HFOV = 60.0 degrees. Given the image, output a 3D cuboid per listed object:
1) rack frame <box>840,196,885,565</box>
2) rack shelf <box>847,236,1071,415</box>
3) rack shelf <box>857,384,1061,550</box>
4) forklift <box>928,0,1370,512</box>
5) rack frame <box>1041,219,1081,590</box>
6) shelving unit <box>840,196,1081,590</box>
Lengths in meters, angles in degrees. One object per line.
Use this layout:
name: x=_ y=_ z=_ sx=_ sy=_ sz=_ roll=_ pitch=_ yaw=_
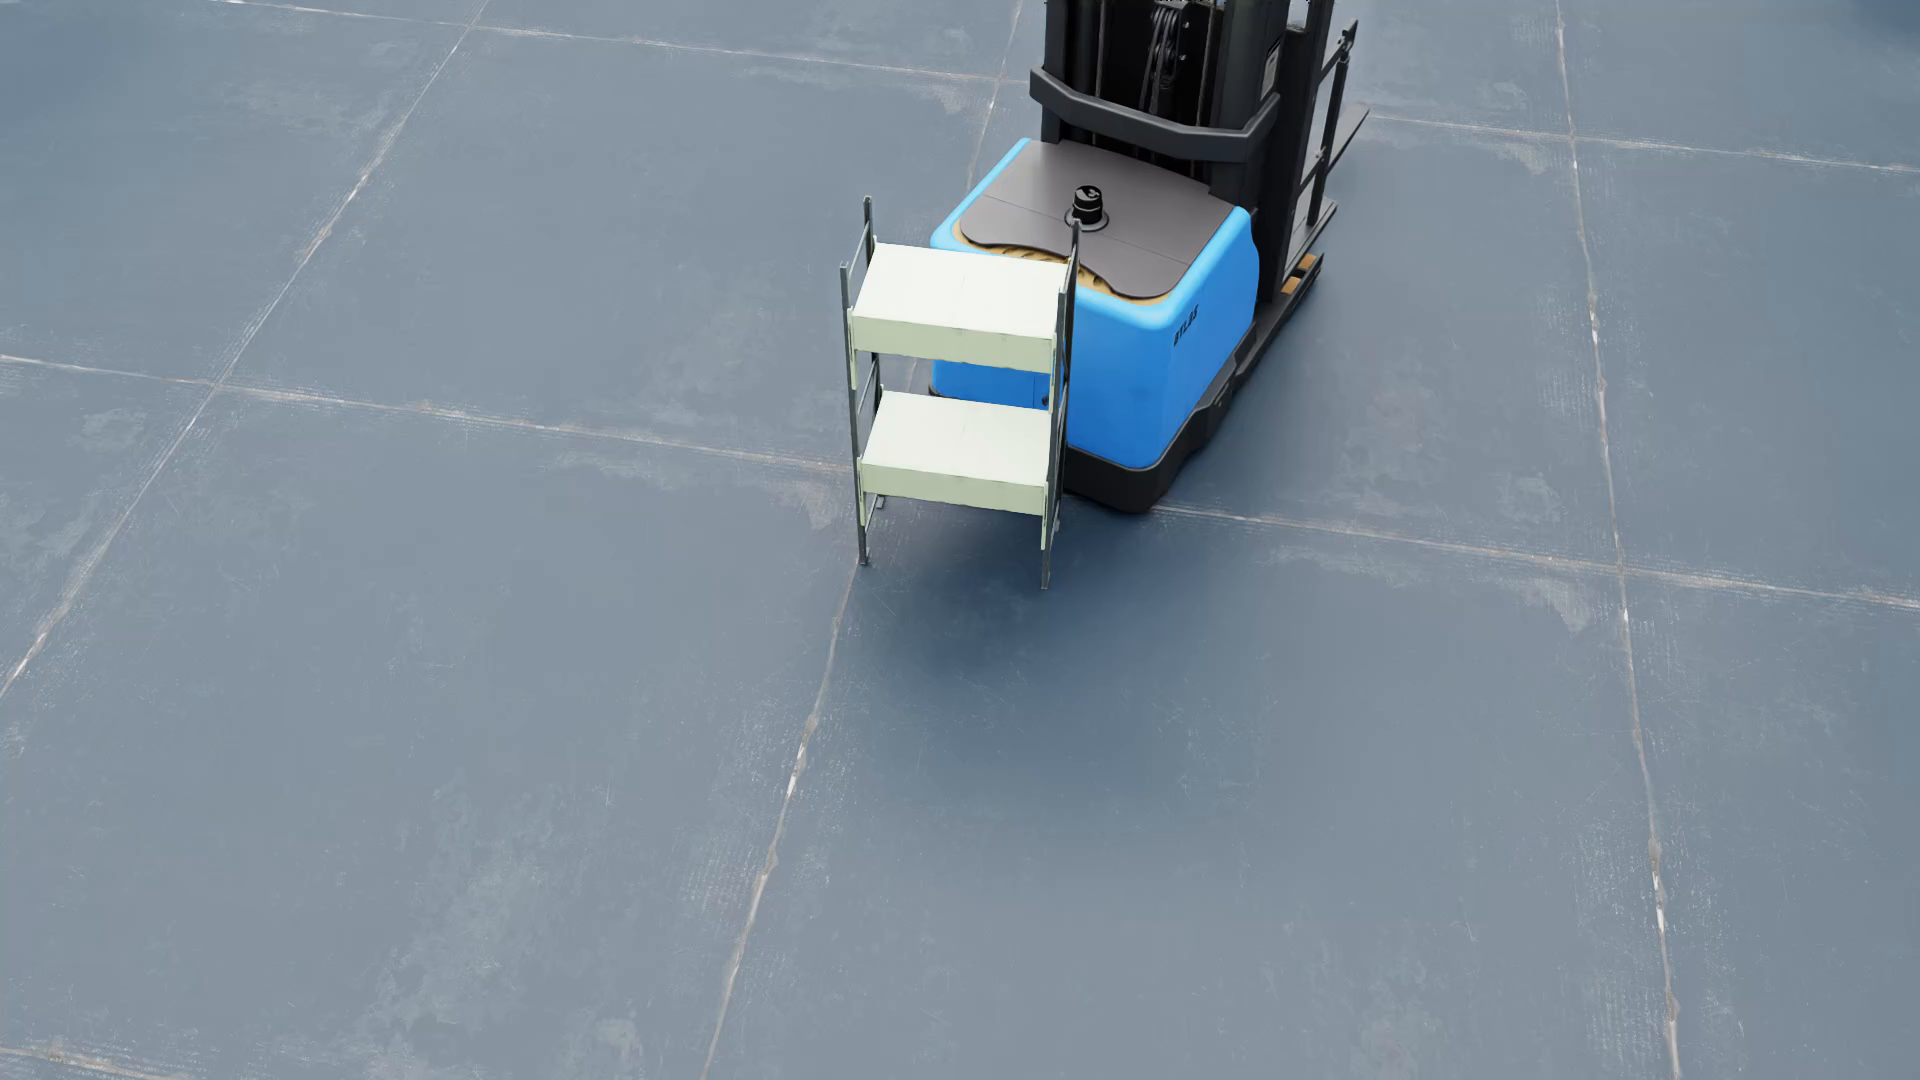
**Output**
rack frame: x=-0.354 y=-0.549 z=6.207 sx=0.023 sy=1.500 sz=0.400 roll=8 pitch=49 yaw=7
rack shelf: x=0.007 y=-0.761 z=5.873 sx=0.720 sy=0.370 sz=0.431 roll=8 pitch=49 yaw=7
rack shelf: x=0.007 y=-0.283 z=6.406 sx=0.720 sy=0.370 sz=0.431 roll=8 pitch=49 yaw=7
forklift: x=1.034 y=-2.186 z=6.715 sx=1.130 sy=2.935 sz=3.031 roll=23 pitch=52 yaw=19
rack frame: x=0.367 y=-0.452 z=6.120 sx=0.023 sy=1.500 sz=0.400 roll=8 pitch=49 yaw=7
shelving unit: x=0.007 y=-0.500 z=6.163 sx=0.755 sy=1.500 sz=0.431 roll=8 pitch=49 yaw=7
